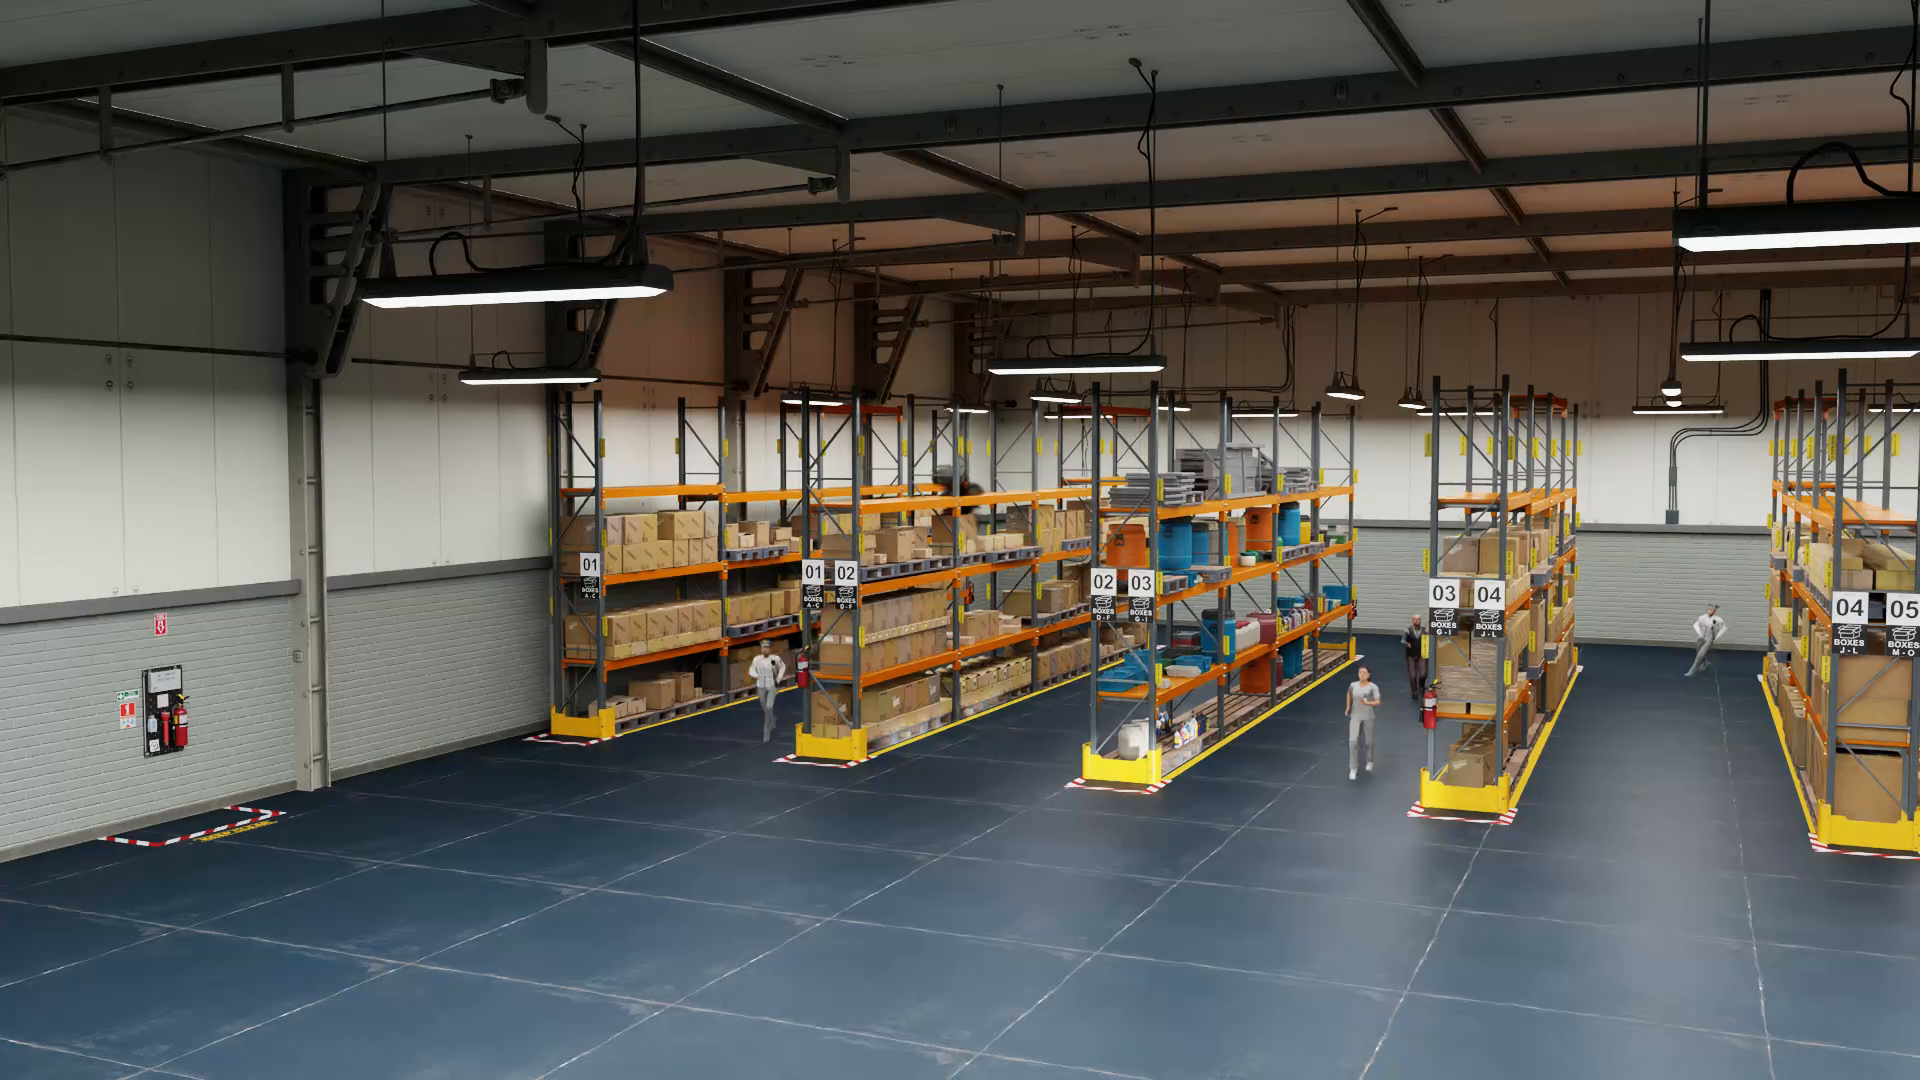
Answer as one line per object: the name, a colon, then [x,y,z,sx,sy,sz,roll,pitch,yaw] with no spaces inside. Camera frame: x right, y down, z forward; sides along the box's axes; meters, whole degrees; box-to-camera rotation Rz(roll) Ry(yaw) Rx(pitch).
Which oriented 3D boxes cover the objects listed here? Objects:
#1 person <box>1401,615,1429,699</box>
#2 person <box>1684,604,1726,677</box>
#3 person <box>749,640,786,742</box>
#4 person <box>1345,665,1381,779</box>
person: [9.062,2.330,32.956,0.645,1.686,0.617,1,3,14]
person: [16.390,2.182,36.418,0.914,1.612,0.669,-3,4,-42]
person: [-3.347,2.578,28.794,0.578,1.739,0.997,1,3,11]
person: [6.131,2.739,25.315,0.553,1.682,0.907,1,3,24]
